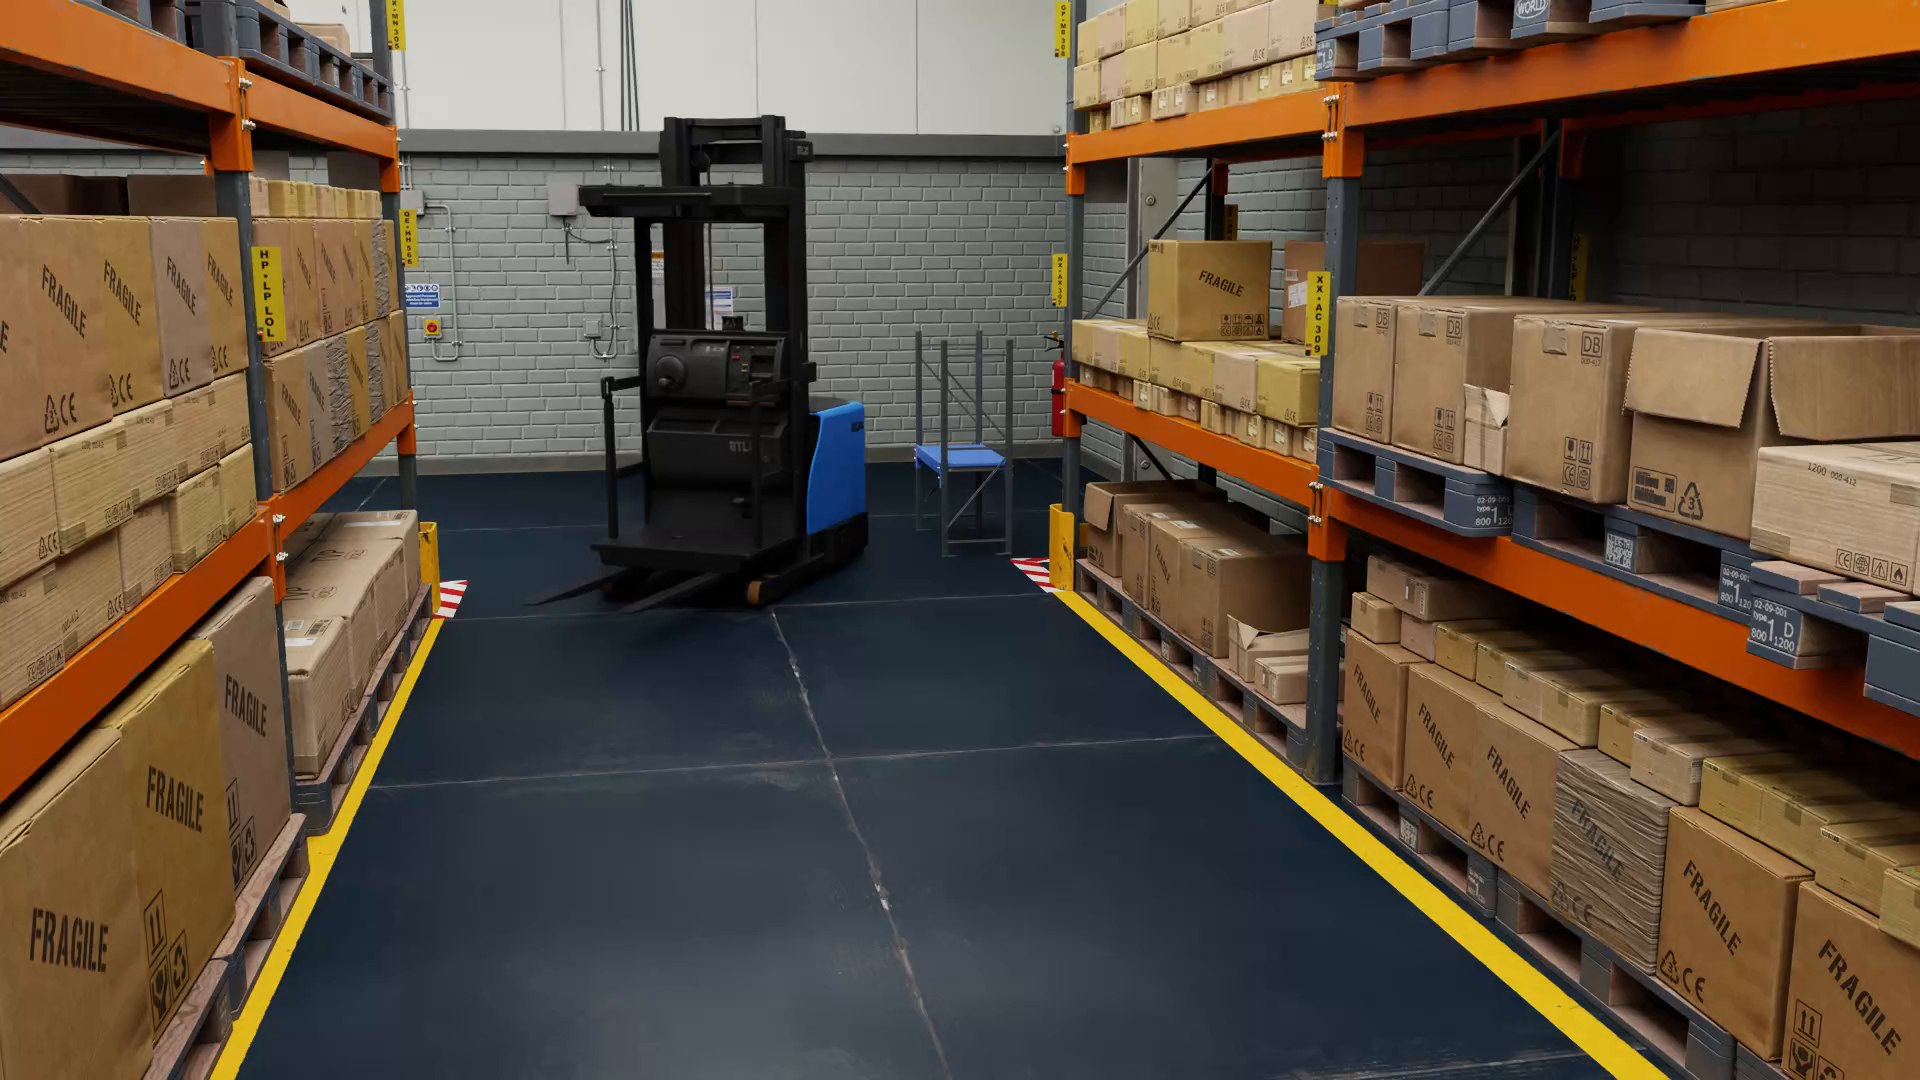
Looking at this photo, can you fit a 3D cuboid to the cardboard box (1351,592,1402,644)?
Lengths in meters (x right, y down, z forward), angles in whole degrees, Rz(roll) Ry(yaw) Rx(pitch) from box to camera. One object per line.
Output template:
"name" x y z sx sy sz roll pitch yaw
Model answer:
"cardboard box" 1.745 0.296 6.448 0.380 0.149 0.250 -2 11 -8

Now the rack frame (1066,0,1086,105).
"rack frame" 1.158 -4.164 10.004 1.000 3.000 0.127 -2 11 -11

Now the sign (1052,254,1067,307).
"sign" 0.626 -1.622 10.380 0.100 0.325 0.005 -2 11 -11

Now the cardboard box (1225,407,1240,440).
"cardboard box" 1.456 -0.552 7.744 0.380 0.149 0.250 -2 11 -10

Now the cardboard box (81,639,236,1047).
"cardboard box" -2.550 0.812 4.467 0.875 0.875 0.875 -2 11 -9

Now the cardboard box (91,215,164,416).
"cardboard box" -2.412 -0.581 4.284 0.500 0.500 0.500 -2 11 -9

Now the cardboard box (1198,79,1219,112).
"cardboard box" 1.366 -2.124 7.983 0.380 0.149 0.250 -2 11 -10

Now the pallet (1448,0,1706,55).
"pallet" 2.199 -1.552 4.807 1.213 0.211 1.003 -2 11 -11

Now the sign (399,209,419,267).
"sign" -3.175 -1.738 9.573 0.100 0.325 0.005 -2 11 -11

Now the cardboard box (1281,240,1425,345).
"cardboard box" 1.907 -1.206 8.113 0.500 0.500 0.500 -2 11 -13

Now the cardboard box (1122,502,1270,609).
"cardboard box" 1.312 0.079 9.321 0.700 0.500 0.500 -2 11 -9

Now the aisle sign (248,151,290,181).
"aisle sign" -4.009 -2.315 9.384 0.394 0.787 0.004 -2 11 -11

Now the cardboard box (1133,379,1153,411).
"cardboard box" 1.155 -0.785 8.968 0.380 0.149 0.250 -2 11 -13

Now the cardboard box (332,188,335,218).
"cardboard box" -3.109 -1.555 7.666 0.380 0.149 0.250 -2 11 -9

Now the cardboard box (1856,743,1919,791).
"cardboard box" 2.706 0.655 4.560 0.380 0.149 0.250 -2 11 -12

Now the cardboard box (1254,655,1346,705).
"cardboard box" 1.540 0.620 7.419 0.380 0.149 0.250 -2 11 -13

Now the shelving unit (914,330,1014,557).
"shelving unit" 0.017 -0.721 11.974 0.538 1.500 1.048 -2 11 -11

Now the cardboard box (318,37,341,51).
"cardboard box" -3.374 -2.488 8.502 0.380 0.149 0.250 -3 11 -15

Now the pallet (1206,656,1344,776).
"pallet" 1.803 0.761 7.633 1.003 0.211 1.213 -2 11 -11

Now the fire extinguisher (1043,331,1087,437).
"fire extinguisher" 0.676 -1.005 10.661 0.296 0.674 0.183 -2 11 -11

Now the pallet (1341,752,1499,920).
"pallet" 2.131 1.035 6.195 1.003 0.211 1.213 -2 11 -11

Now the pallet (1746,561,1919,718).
"pallet" 2.513 0.223 3.514 1.213 0.211 1.003 -2 11 -11

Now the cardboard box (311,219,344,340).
"cardboard box" -2.968 -1.125 7.145 0.500 0.500 0.500 -2 11 -10

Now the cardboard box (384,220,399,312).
"cardboard box" -3.383 -1.496 9.091 0.500 0.500 0.500 -2 11 -9

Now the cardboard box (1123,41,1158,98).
"cardboard box" 1.183 -2.484 8.810 0.500 0.250 0.500 -2 11 -13

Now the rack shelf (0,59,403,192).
"rack shelf" -3.321 -1.789 7.473 1.077 0.370 4.000 -2 11 -11

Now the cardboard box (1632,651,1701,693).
"cardboard box" 2.479 0.468 5.542 0.380 0.149 0.250 -2 11 -9

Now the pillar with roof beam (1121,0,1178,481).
"pillar with roof beam" -2.705 -4.534 11.952 9.100 9.000 0.400 -2 11 -11

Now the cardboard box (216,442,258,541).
"cardboard box" -2.598 -0.155 5.389 0.500 0.250 0.500 -2 11 -12

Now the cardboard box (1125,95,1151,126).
"cardboard box" 1.107 -2.308 8.948 0.380 0.149 0.250 -2 11 -11

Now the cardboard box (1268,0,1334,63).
"cardboard box" 1.597 -2.108 6.834 0.500 0.250 0.500 -2 11 -11

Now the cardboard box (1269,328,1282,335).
"cardboard box" 1.699 -1.029 9.184 0.500 0.250 0.500 -2 11 -9

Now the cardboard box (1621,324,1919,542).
"cardboard box" 2.215 -0.299 4.345 0.797 0.503 0.637 -2 11 -12

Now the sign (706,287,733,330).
"sign" -2.297 -2.127 15.606 0.329 0.494 0.001 -2 11 -11

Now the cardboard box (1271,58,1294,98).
"cardboard box" 1.532 -1.933 6.980 0.380 0.149 0.250 -2 11 -11

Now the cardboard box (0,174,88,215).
"cardboard box" -3.304 -1.205 5.831 0.380 0.149 0.250 -2 11 -12

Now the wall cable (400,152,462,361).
"wall cable" -4.830 -2.583 14.944 0.585 1.953 0.123 -2 11 -11

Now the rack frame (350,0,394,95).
"rack frame" -3.710 -3.982 9.052 1.000 3.000 0.127 -2 11 -11

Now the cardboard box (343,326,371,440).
"cardboard box" -3.051 -0.725 7.714 0.500 0.500 0.500 -2 11 -9

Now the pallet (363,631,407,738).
"pallet" -3.244 0.702 7.945 1.003 0.211 1.213 -2 11 -11

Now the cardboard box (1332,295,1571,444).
"cardboard box" 1.811 -0.641 6.153 0.700 0.500 0.500 -2 11 -10

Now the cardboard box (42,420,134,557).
"cardboard box" -2.280 -0.122 3.879 0.500 0.250 0.500 -2 11 -10

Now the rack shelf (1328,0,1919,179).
"rack shelf" 2.325 -1.236 4.570 1.077 0.370 4.000 -2 11 -11

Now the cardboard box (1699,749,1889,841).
"cardboard box" 2.222 0.678 4.440 0.380 0.149 0.250 -2 11 -12

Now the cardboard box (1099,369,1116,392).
"cardboard box" 1.048 -0.978 9.983 0.380 0.149 0.250 -2 11 -10

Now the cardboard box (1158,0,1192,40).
"cardboard box" 1.299 -2.639 8.284 0.500 0.250 0.500 -2 11 -9

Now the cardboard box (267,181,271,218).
"cardboard box" -2.896 -1.320 6.431 0.380 0.149 0.250 -2 11 -12

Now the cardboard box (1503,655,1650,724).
"cardboard box" 2.014 0.487 5.441 0.380 0.149 0.250 -2 11 -11

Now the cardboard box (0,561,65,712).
"cardboard box" -2.216 0.217 3.436 0.500 0.250 0.500 -2 11 -9

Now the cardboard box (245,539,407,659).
"cardboard box" -3.297 0.302 8.316 0.875 0.438 0.875 -2 11 -9

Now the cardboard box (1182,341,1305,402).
"cardboard box" 1.402 -0.823 8.104 0.500 0.250 0.500 -2 11 -11

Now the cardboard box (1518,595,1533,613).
"cardboard box" 2.290 0.277 6.545 0.380 0.149 0.250 -3 11 -13

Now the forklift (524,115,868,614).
"forklift" -1.601 -1.116 10.223 1.130 2.935 3.031 4 11 18

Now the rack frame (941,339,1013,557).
"rack frame" 0.115 -0.628 11.484 0.500 1.500 0.032 -2 11 -11

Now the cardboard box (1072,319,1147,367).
"cardboard box" 0.982 -1.196 10.063 0.500 0.250 0.500 -2 11 -11

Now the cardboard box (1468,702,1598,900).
"cardboard box" 2.015 0.825 5.403 0.500 0.500 0.500 -2 11 -13
